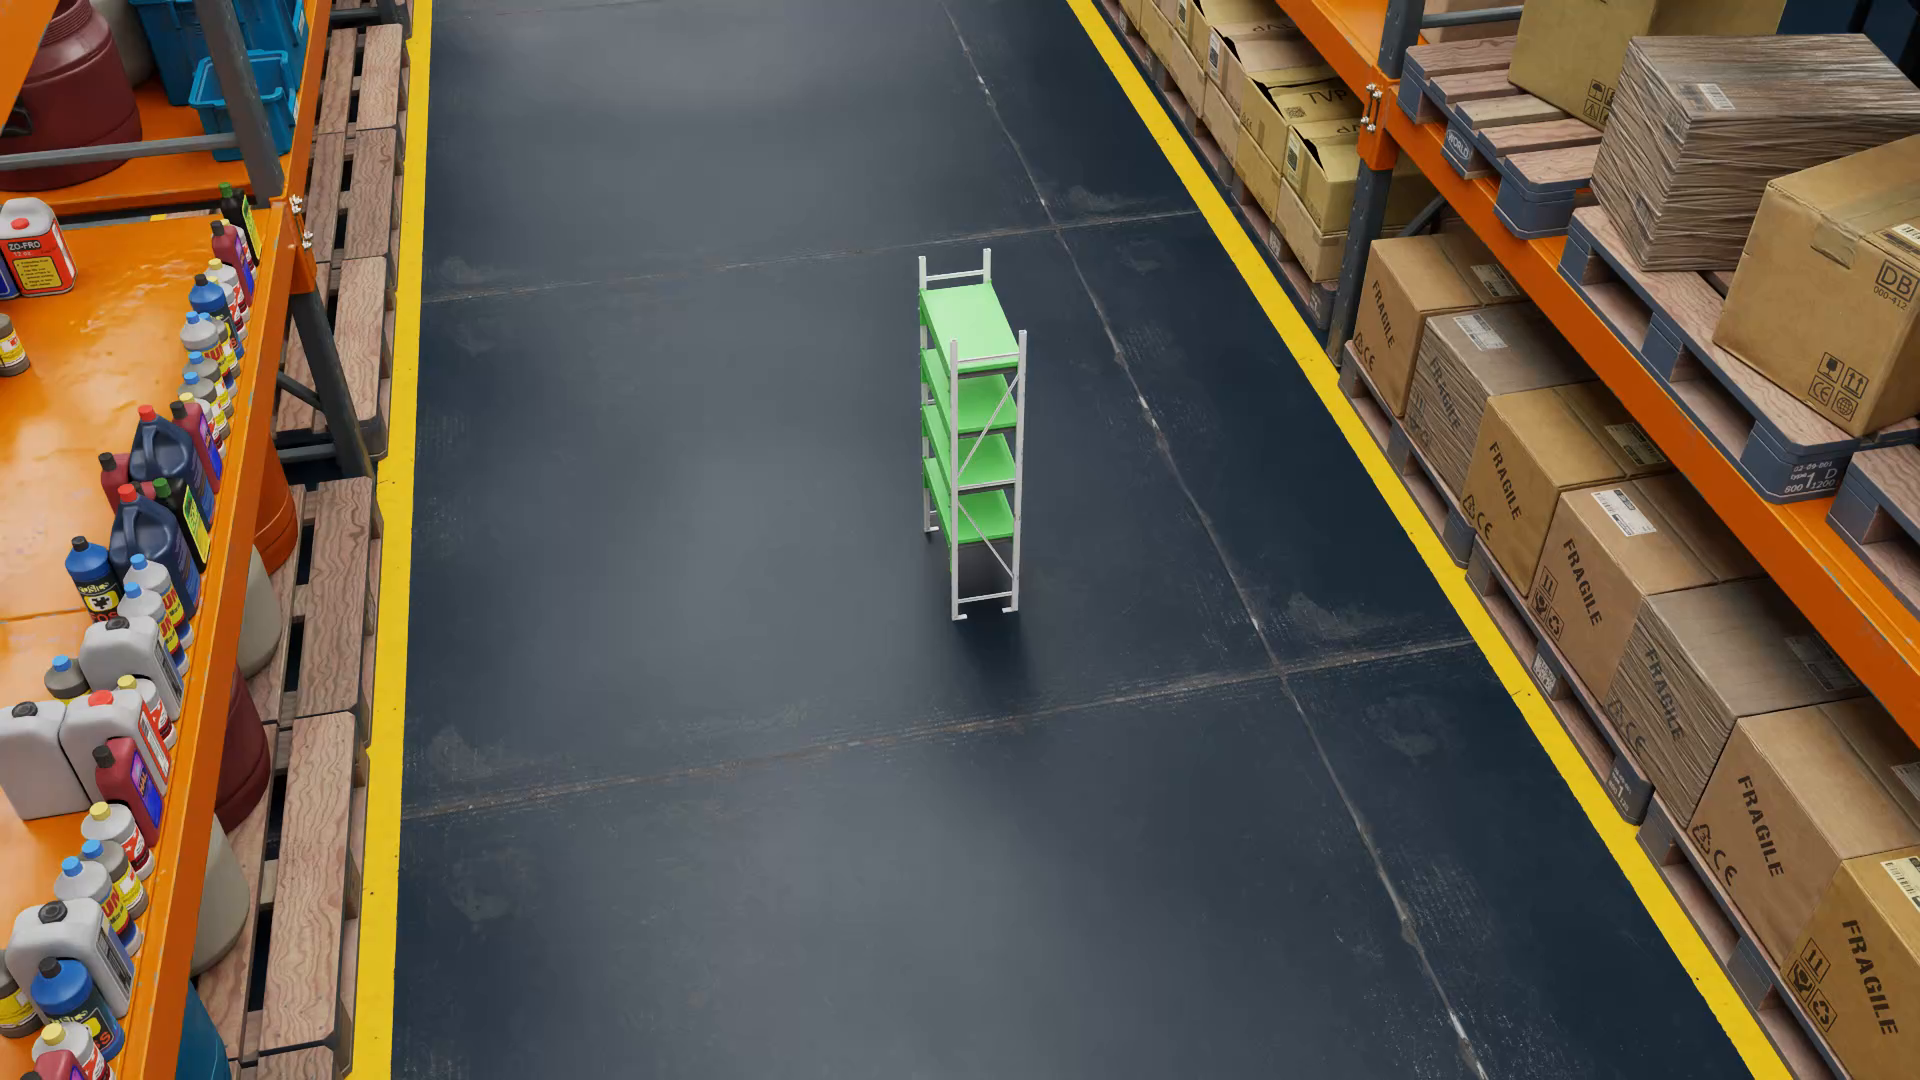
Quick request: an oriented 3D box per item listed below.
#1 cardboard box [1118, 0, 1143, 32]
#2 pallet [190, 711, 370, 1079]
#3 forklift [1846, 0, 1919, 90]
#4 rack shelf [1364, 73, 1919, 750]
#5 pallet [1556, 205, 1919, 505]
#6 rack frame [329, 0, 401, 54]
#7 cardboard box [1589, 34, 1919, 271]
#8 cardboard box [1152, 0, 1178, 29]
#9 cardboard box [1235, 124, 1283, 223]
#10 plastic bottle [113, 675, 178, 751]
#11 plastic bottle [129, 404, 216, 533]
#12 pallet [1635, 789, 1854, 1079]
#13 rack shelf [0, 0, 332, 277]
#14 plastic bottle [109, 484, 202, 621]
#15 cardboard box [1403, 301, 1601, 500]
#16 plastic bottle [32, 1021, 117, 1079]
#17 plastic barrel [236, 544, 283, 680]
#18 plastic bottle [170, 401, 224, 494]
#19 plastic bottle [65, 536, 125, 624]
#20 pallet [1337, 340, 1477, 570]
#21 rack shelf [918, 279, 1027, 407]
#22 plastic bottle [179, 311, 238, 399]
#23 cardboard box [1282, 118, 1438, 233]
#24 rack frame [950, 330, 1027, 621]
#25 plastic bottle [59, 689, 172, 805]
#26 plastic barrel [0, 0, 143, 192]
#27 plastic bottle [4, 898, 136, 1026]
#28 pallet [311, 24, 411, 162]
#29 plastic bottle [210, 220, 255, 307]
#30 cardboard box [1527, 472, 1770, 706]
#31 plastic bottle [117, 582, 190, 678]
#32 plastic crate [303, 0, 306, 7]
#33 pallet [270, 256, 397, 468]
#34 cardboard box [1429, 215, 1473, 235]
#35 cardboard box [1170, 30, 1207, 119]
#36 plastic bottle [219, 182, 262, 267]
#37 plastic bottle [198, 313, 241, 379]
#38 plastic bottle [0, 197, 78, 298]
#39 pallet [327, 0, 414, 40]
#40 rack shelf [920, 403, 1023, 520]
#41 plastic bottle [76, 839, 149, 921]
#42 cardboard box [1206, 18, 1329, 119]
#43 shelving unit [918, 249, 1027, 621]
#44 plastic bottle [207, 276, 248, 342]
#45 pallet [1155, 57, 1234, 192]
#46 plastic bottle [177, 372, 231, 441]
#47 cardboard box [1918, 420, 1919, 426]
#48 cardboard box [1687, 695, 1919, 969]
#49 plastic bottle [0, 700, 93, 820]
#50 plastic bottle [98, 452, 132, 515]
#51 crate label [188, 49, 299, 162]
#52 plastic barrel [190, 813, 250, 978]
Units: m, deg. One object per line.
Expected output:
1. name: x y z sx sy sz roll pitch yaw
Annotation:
1. cardboard box: 1.164 -3.051 9.182 0.500 0.250 0.500 -7 42 -8
2. pallet: -2.294 1.087 4.867 1.003 0.211 1.213 -8 42 -9
3. forklift: 4.396 -2.397 6.743 1.130 2.935 3.031 -1 42 -1
4. rack shelf: 2.505 -0.392 4.974 1.077 0.370 4.000 -8 42 -9
5. pallet: 2.497 -0.626 4.840 1.003 0.211 1.213 -8 42 -9
6. rack frame: -3.628 -3.843 8.320 1.000 3.000 0.127 -8 42 -9
7. cardboard box: 2.330 -1.140 4.883 0.700 0.500 0.500 -1 42 -1
8. cardboard box: 1.271 -2.925 8.618 0.500 0.311 0.500 -10 43 -11
9. cardboard box: 1.607 -1.726 7.690 0.500 0.250 0.500 -9 42 -10
10. plastic bottle: -1.827 0.383 3.709 0.097 0.201 0.097 0 42 0
11. plastic bottle: -2.020 -0.181 4.231 0.144 0.351 0.185 -8 42 -9
12. pallet: 2.724 1.156 4.788 1.003 0.211 1.213 -8 42 -9
13. rack shelf: -3.196 -2.278 7.098 1.077 0.370 4.000 -8 42 -9
14. plastic bottle: -1.951 0.026 3.999 0.144 0.351 0.185 -8 42 -9
15. cardboard box: 2.011 -0.513 6.120 0.500 0.500 0.500 -10 43 -11
16. plastic bottle: -1.635 0.959 3.059 0.097 0.201 0.097 0 42 0
17. plastic barrel: -2.433 0.191 5.333 0.421 0.512 0.421 0 42 0
18. plastic bottle: -2.014 -0.265 4.376 0.061 0.283 0.133 -8 42 -9
19. plastic bottle: -2.060 0.101 3.974 0.097 0.271 0.097 0 42 0
20. pallet: 2.197 -0.425 6.570 1.003 0.211 1.213 -8 42 -9
21. rack shelf: 0.036 -0.653 5.455 0.258 0.148 0.480 -8 42 -9
22. plastic bottle: -2.120 -0.522 4.675 0.097 0.271 0.097 0 42 0
23. cardboard box: 1.720 -1.600 7.126 0.500 0.311 0.500 -7 42 -8
24. rack frame: 0.088 -0.183 5.553 0.240 1.200 0.015 -8 42 -9
25. plastic bottle: -1.829 0.434 3.595 0.152 0.276 0.135 -8 42 -9
26. plastic barrel: -3.160 -1.558 5.644 0.600 0.536 0.708 -8 42 -9
27. plastic bottle: -1.708 0.797 3.186 0.152 0.276 0.135 -8 42 -9
28. pallet: -3.420 -2.297 8.678 1.003 0.211 1.213 -8 42 -9
29. plastic bottle: -2.211 -0.856 5.043 0.061 0.283 0.133 -8 42 -9
30. cardboard box: 2.232 0.151 5.372 0.500 0.500 0.500 -10 43 -11
31. plastic bottle: -1.877 0.206 3.855 0.097 0.271 0.097 0 42 0
32. plastic crate: -2.814 -2.365 6.607 0.402 0.464 0.583 -8 42 -9
33. pallet: -2.894 -0.715 6.897 1.003 0.211 1.213 -8 42 -9
34. cardboard box: 2.247 -1.468 7.399 0.500 0.250 0.500 -8 42 -9
35. cardboard box: 1.387 -2.385 8.433 0.500 0.250 0.500 -8 42 -8
36. plastic bottle: -2.260 -1.005 5.211 0.061 0.283 0.133 -8 42 -9
37. plastic bottle: -2.141 -0.559 4.769 0.097 0.201 0.097 0 42 0
38. plastic bottle: -2.838 -0.899 5.096 0.152 0.276 0.135 -8 42 -9
39. pallet: -3.732 -3.242 9.743 1.003 0.211 1.213 -8 42 -9
40. rack shelf: 0.036 -0.294 5.773 0.258 0.148 0.480 -8 42 -9
41. plastic bottle: -1.727 0.683 3.371 0.097 0.201 0.097 0 42 0
42. cardboard box: 1.495 -2.264 7.873 0.500 0.311 0.500 -9 42 -10
43. shelving unit: 0.036 -0.341 5.731 0.258 1.200 0.503 -8 42 -9
44. plastic bottle: -2.183 -0.685 4.912 0.097 0.201 0.097 0 42 0
45. pallet: 1.674 -2.243 8.618 1.003 0.211 1.213 -8 42 -9
46. plastic bottle: -2.078 -0.369 4.556 0.097 0.201 0.097 0 42 0
47. cardboard box: 2.842 -0.335 3.976 0.700 0.500 0.500 -2 42 -2
48. cardboard box: 2.452 0.805 4.635 0.500 0.500 0.500 -8 42 -9
49. plastic bottle: -1.977 0.456 3.570 0.152 0.276 0.135 -8 42 -9
50. plastic bottle: -2.115 -0.124 4.218 0.061 0.283 0.133 -8 42 -9
51. crate label: -2.489 -1.514 5.823 0.303 0.233 0.416 -8 42 -9
52. plastic barrel: -2.189 0.923 4.508 0.421 0.512 0.421 0 42 0
